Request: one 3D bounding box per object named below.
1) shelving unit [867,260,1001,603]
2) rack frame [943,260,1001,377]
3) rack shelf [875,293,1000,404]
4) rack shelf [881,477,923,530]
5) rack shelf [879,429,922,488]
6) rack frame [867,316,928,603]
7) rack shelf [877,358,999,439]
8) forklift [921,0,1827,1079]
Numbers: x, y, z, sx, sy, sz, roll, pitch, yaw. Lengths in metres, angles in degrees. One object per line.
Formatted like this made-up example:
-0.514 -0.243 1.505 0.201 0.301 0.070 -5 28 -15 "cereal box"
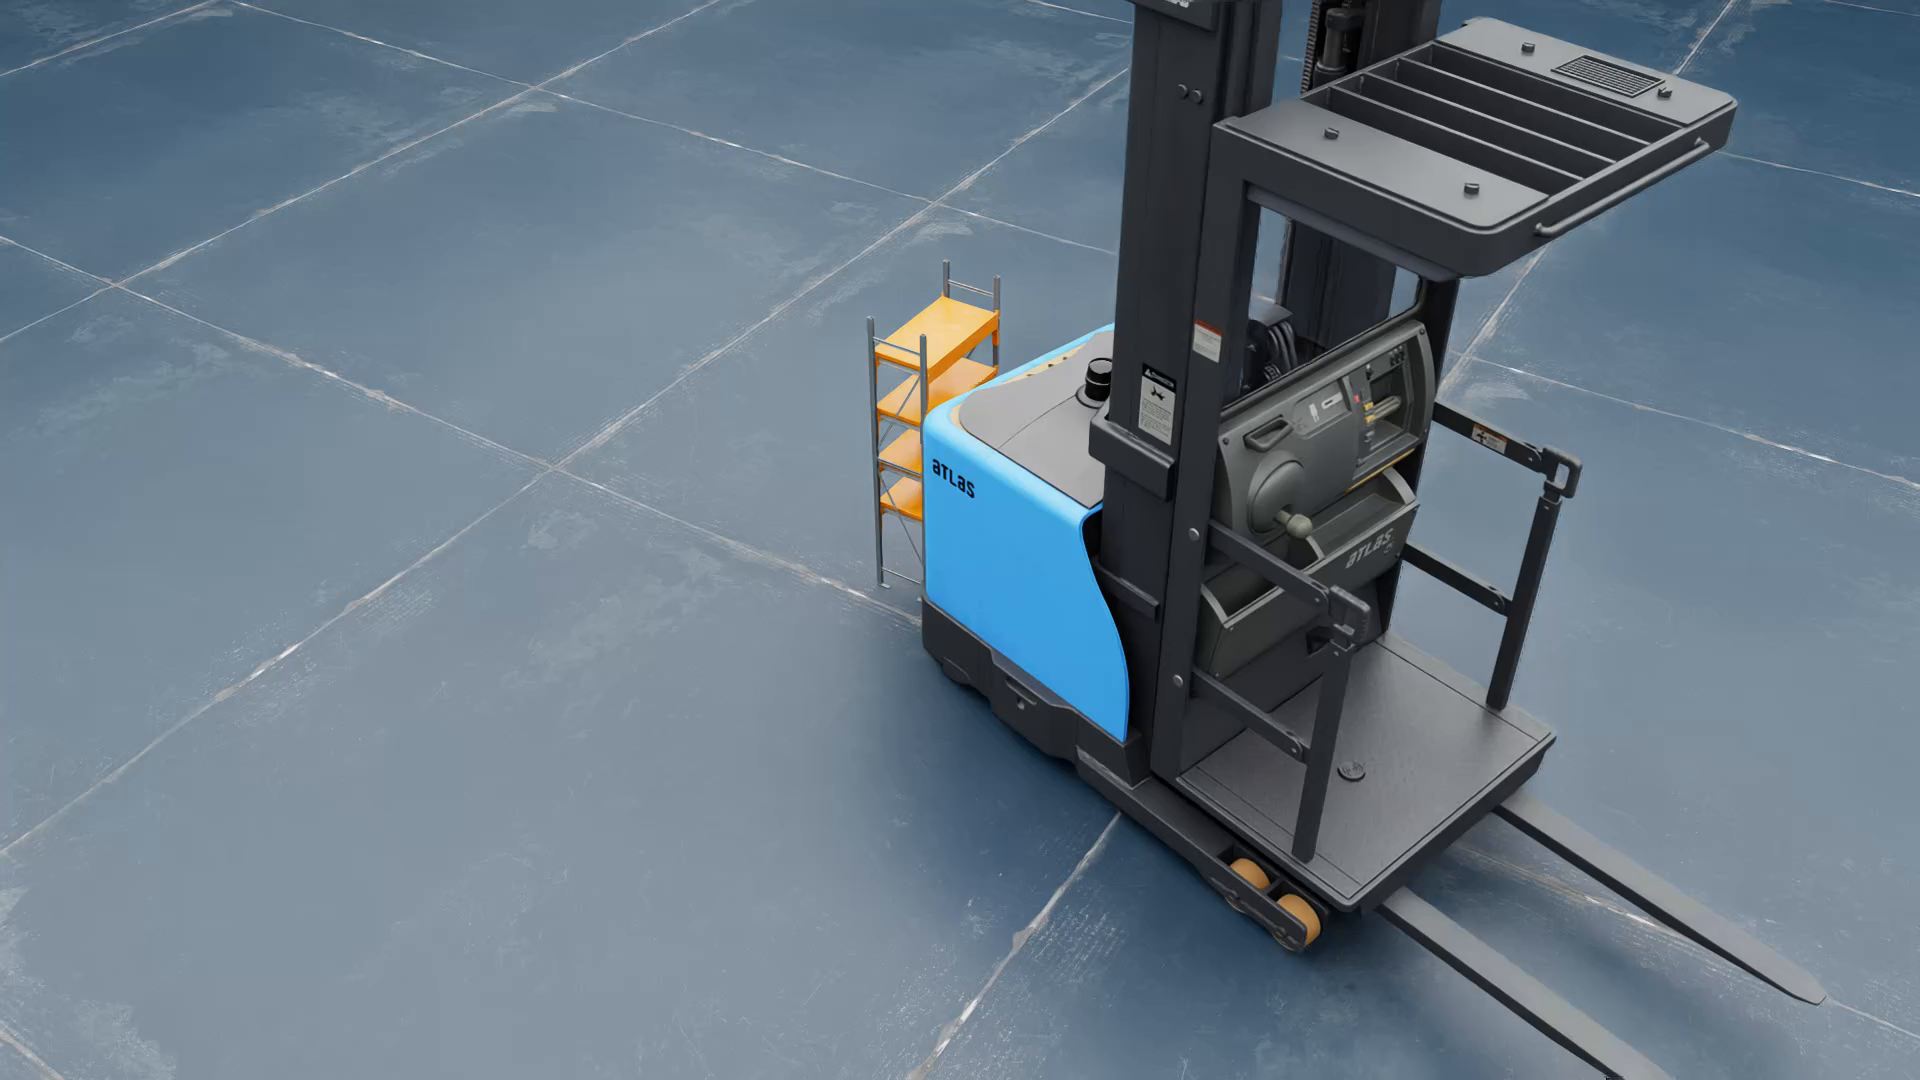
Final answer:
-0.089 -0.390 6.273 0.258 1.200 0.503 21 42 25 "shelving unit"
0.042 -0.516 6.436 0.240 1.200 0.015 21 42 25 "rack frame"
-0.089 -0.701 6.033 0.258 0.148 0.480 21 42 25 "rack shelf"
-0.089 -0.179 6.435 0.258 0.148 0.480 21 42 25 "rack shelf"
-0.089 -0.337 6.314 0.258 0.148 0.480 21 42 25 "rack shelf"
-0.219 -0.264 6.110 0.240 1.200 0.015 21 42 25 "rack frame"
-0.089 -0.514 6.177 0.258 0.148 0.480 21 42 25 "rack shelf"
1.211 -0.256 4.681 1.130 2.935 3.031 -28 46 -32 "forklift"
